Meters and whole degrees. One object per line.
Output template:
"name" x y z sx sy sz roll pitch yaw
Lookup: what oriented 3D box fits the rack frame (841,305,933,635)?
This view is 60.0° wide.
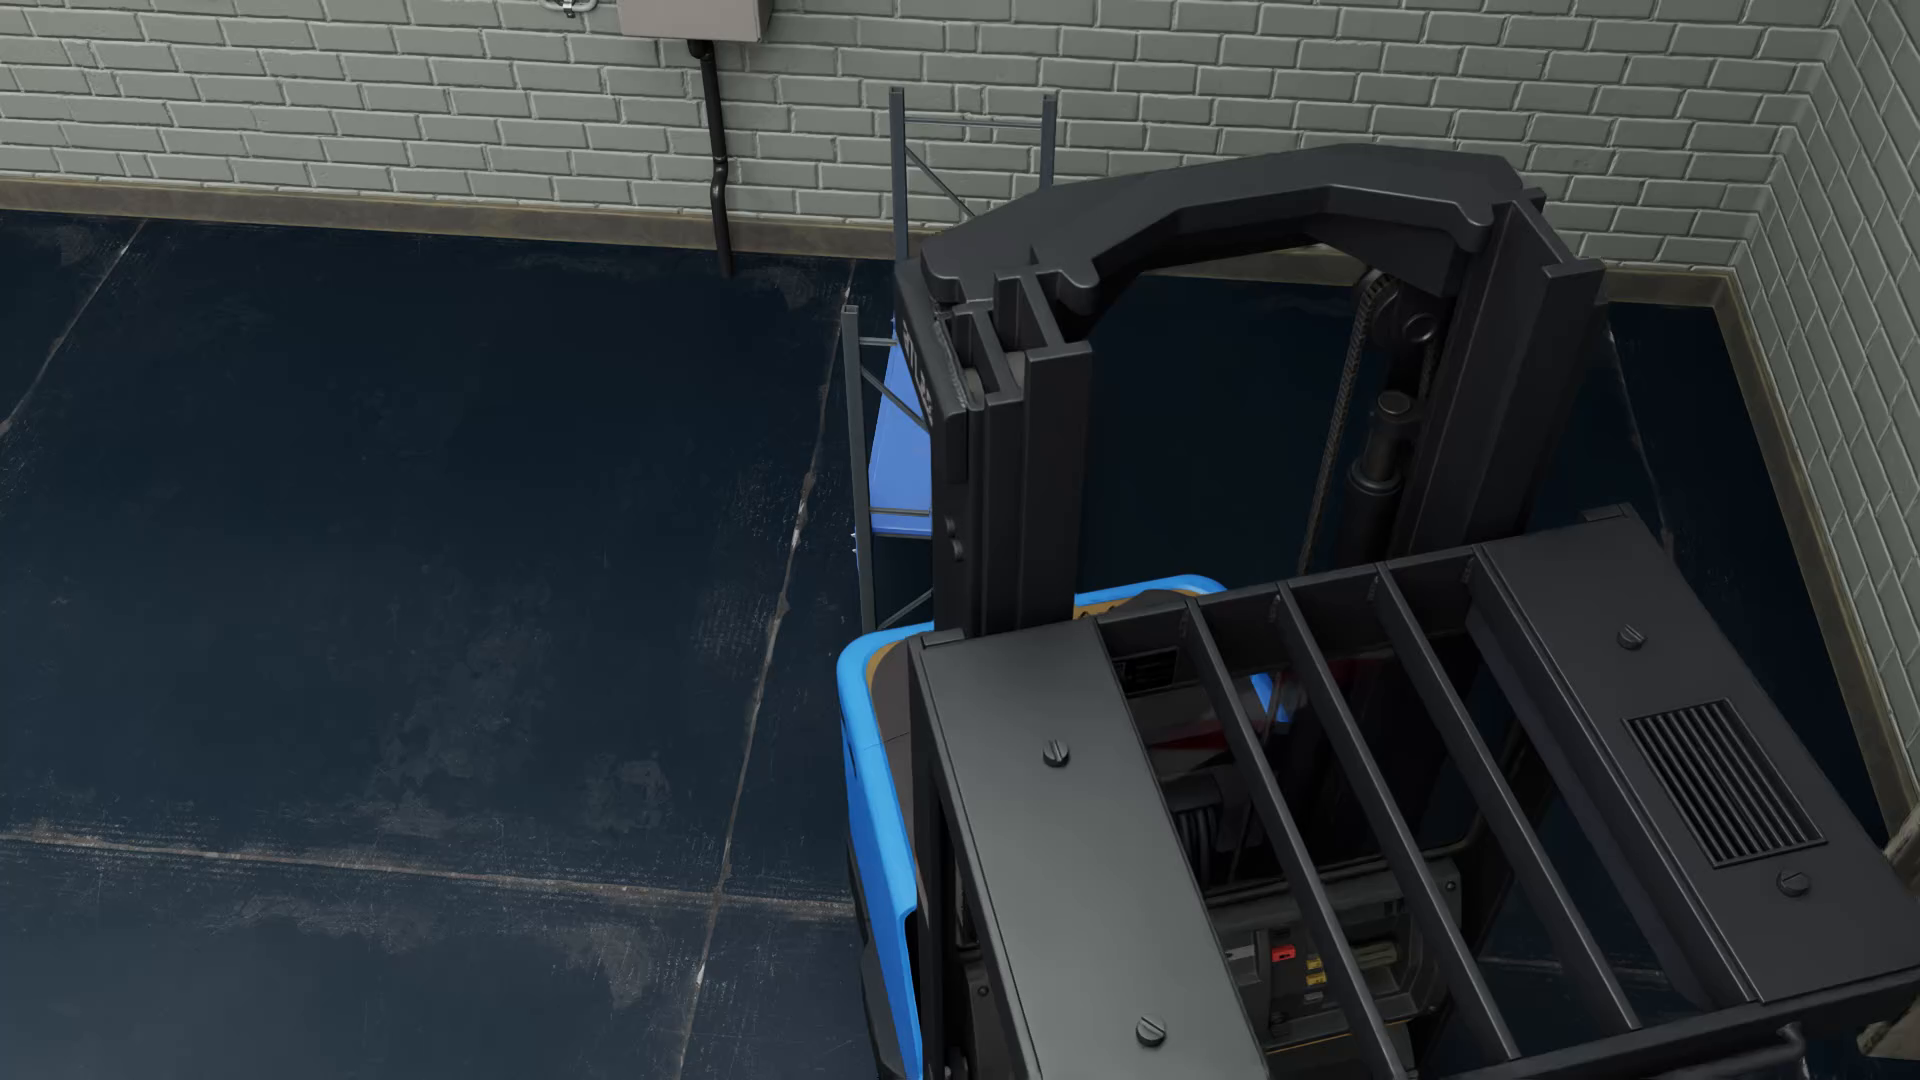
"rack frame" -0.054 -0.070 4.798 0.500 1.500 0.032 4 48 4

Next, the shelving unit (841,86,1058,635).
"shelving unit" -0.008 -0.443 5.139 0.538 1.500 1.048 4 48 4

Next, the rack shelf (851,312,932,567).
"rack shelf" -0.008 -0.322 5.272 0.538 0.185 1.000 4 48 4

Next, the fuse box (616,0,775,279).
"fuse box" -0.918 -1.632 6.083 0.539 1.711 0.414 4 48 4

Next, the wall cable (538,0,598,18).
"wall cable" -1.583 -2.571 5.380 0.588 1.984 0.122 4 48 4

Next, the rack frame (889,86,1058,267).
"rack frame" 0.039 -0.817 5.481 0.500 1.500 0.032 4 48 4

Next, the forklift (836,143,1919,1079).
"forklift" 0.526 0.950 2.894 1.130 2.935 3.031 -10 48 -9
